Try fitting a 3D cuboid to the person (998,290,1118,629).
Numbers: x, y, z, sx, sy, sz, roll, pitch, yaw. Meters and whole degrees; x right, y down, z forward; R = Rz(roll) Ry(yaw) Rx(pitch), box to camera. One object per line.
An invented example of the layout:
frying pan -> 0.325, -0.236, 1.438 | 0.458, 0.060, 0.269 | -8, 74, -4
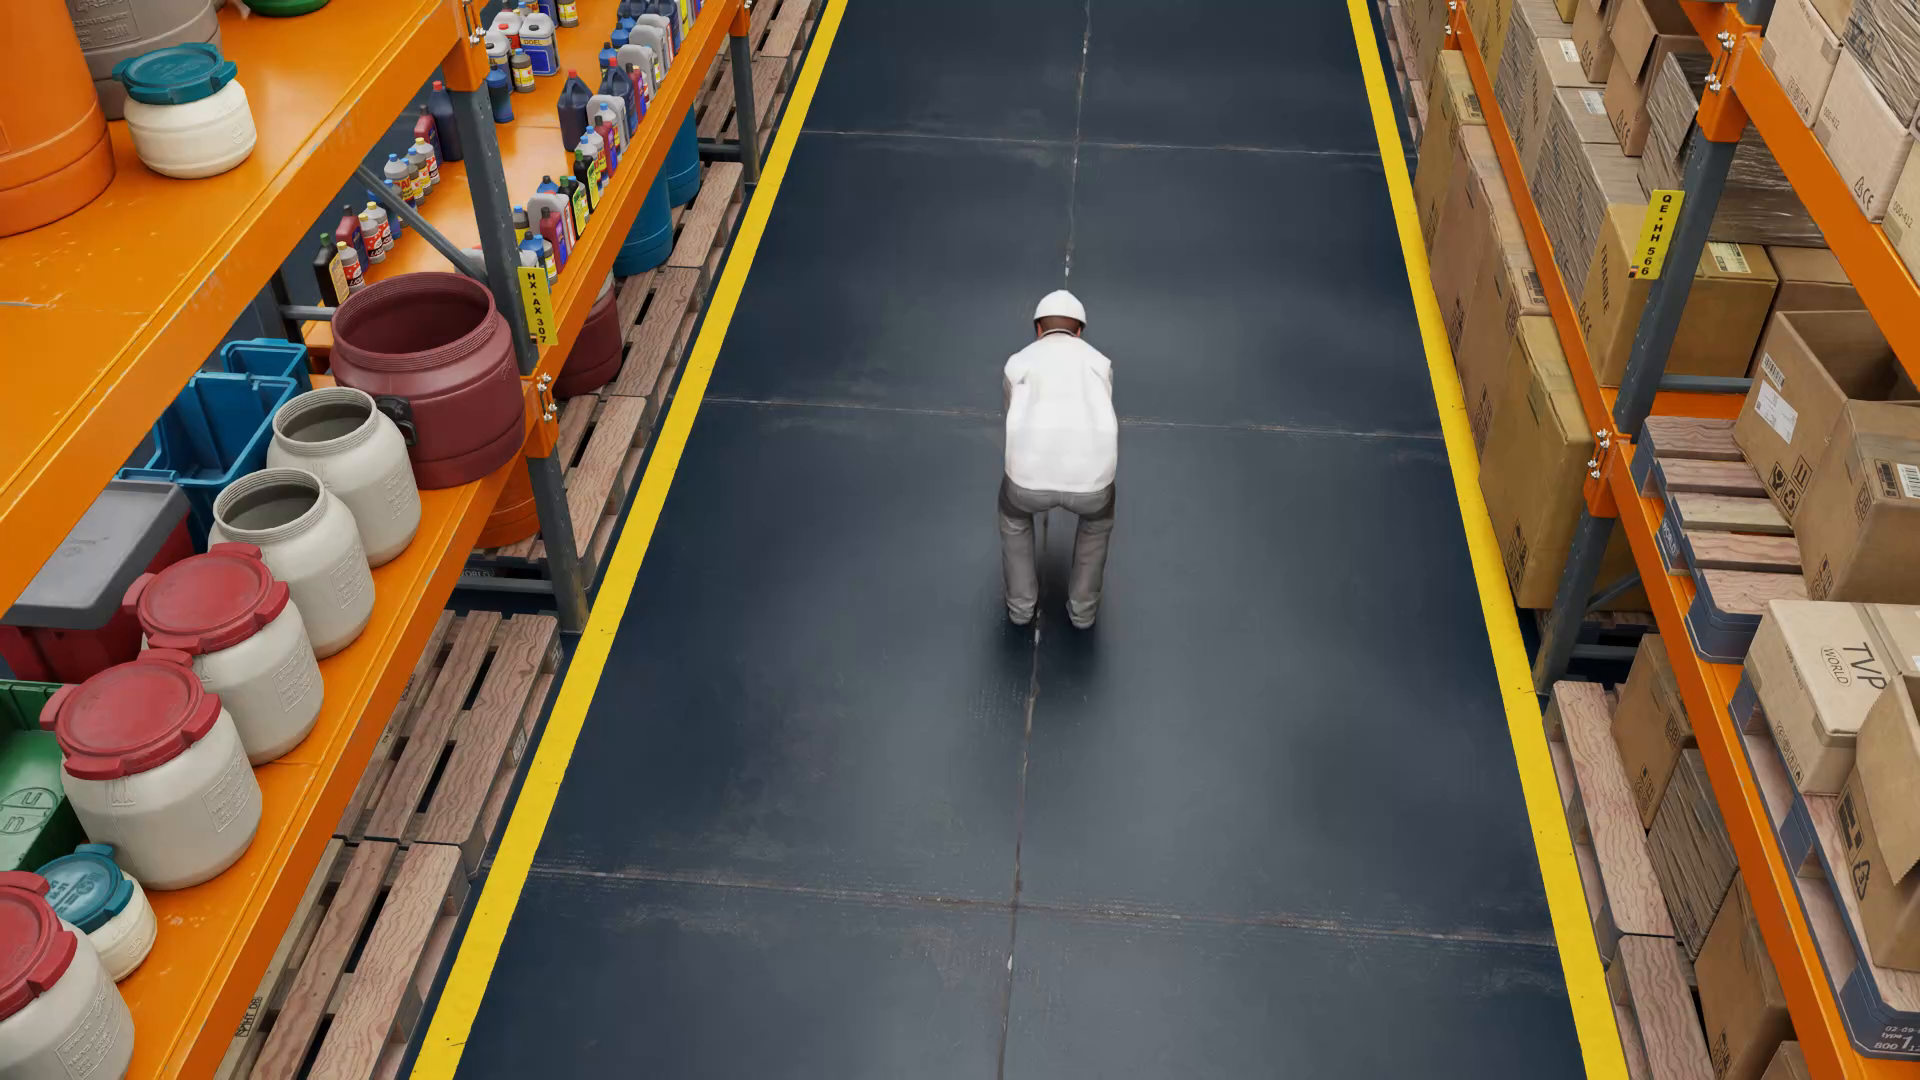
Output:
person -> 0.407, -0.312, 6.958 | 0.488, 1.201, 0.979 | 2, 40, 2
